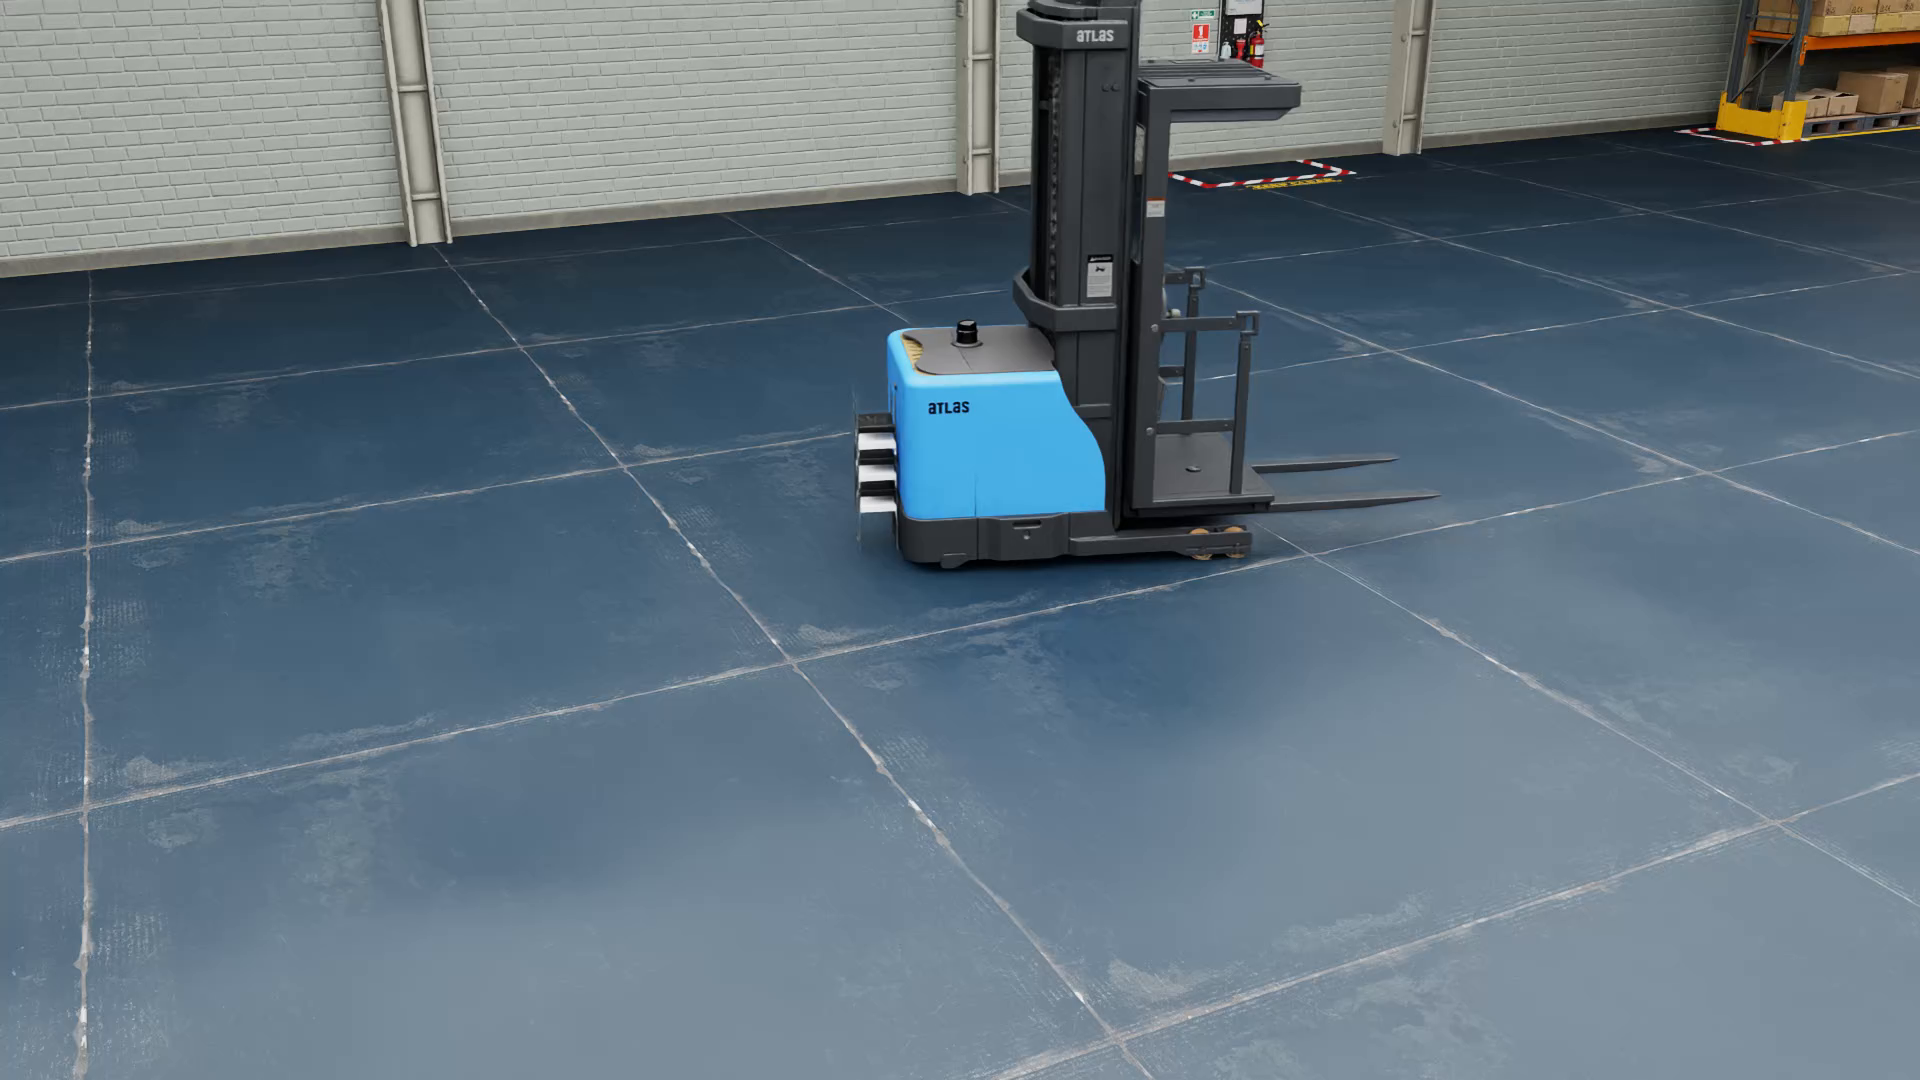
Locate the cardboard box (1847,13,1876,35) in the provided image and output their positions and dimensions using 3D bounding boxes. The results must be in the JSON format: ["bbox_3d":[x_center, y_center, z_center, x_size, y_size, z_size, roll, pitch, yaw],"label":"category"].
[{"bbox_3d":[11.794,-6.891,22.144,0.500,0.250,0.500,-11,25,-25],"label":"cardboard box"}]

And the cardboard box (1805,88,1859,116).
[{"bbox_3d":[11.931,-6.027,22.829,0.500,0.311,0.500,-8,24,-19],"label":"cardboard box"}]

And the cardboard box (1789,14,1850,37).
[{"bbox_3d":[11.332,-6.799,21.924,0.500,0.250,0.500,-11,25,-25],"label":"cardboard box"}]

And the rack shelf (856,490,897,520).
[{"bbox_3d":[-0.460,-0.198,9.109,0.200,0.077,0.258,-3,23,-8],"label":"rack shelf"}]

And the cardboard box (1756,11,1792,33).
[{"bbox_3d":[11.092,-6.972,22.342,0.500,0.250,0.500,-10,25,-23],"label":"cardboard box"}]

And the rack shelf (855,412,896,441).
[{"bbox_3d":[-0.460,-0.614,8.937,0.200,0.077,0.258,-3,23,-8],"label":"rack shelf"}]

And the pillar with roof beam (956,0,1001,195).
[{"bbox_3d":[2.064,-6.600,13.429,0.400,9.000,9.100,-10,25,-24],"label":"pillar with roof beam"}]

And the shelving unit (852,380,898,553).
[{"bbox_3d":[-0.460,-0.395,9.028,0.210,0.900,0.258,-3,23,-8],"label":"shelving unit"}]

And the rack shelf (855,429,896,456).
[{"bbox_3d":[-0.460,-0.531,8.972,0.200,0.077,0.258,-3,23,-8],"label":"rack shelf"}]

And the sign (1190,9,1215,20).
[{"bbox_3d":[2.826,-6.113,19.357,0.331,0.109,0.001,-10,25,-24],"label":"sign"}]

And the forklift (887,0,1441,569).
[{"bbox_3d":[1.142,-1.443,8.903,3.031,2.935,1.130,-3,23,-8],"label":"forklift"}]

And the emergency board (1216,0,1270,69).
[{"bbox_3d":[3.360,-5.910,19.606,0.643,1.169,0.194,-10,25,-24],"label":"emergency board"}]

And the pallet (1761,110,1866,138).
[{"bbox_3d":[11.570,-5.735,22.828,1.213,0.211,1.003,-10,25,-24],"label":"pallet"}]

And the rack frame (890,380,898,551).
[{"bbox_3d":[-0.359,-0.401,9.041,0.006,0.900,0.240,-3,23,-8],"label":"rack frame"}]

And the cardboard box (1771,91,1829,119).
[{"bbox_3d":[11.417,-5.933,22.601,0.500,0.311,0.500,-14,26,-30],"label":"cardboard box"}]

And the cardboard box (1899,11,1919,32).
[{"bbox_3d":[12.712,-7.056,22.544,0.500,0.250,0.500,-10,25,-23],"label":"cardboard box"}]

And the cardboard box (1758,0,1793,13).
[{"bbox_3d":[11.087,-7.326,22.215,0.500,0.500,0.500,-11,25,-24],"label":"cardboard box"}]

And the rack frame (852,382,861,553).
[{"bbox_3d":[-0.560,-0.389,9.014,0.006,0.900,0.240,-3,23,-8],"label":"rack frame"}]

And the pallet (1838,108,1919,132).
[{"bbox_3d":[12.668,-5.936,23.313,1.213,0.211,1.003,-10,25,-24],"label":"pallet"}]

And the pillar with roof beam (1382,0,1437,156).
[{"bbox_3d":[7.471,-7.595,15.833,0.400,9.000,9.100,-10,25,-24],"label":"pillar with roof beam"}]

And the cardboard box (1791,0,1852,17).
[{"bbox_3d":[11.315,-7.150,21.791,0.500,0.500,0.500,-10,25,-24],"label":"cardboard box"}]

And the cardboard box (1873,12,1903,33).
[{"bbox_3d":[12.255,-6.973,22.343,0.500,0.250,0.500,-11,25,-24],"label":"cardboard box"}]

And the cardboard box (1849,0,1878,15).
[{"bbox_3d":[11.765,-7.229,21.980,0.500,0.500,0.500,-10,25,-23],"label":"cardboard box"}]

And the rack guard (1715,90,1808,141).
[{"bbox_3d":[10.823,-5.746,22.477,0.348,0.500,1.175,-10,25,-24],"label":"rack guard"}]

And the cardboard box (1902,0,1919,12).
[{"bbox_3d":[12.693,-7.402,22.399,0.500,0.500,0.500,-10,24,-22],"label":"cardboard box"}]

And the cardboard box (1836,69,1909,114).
[{"bbox_3d":[12.613,-6.219,23.045,0.500,0.500,0.700,-12,25,-27],"label":"cardboard box"}]

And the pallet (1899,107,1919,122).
[{"bbox_3d":[13.769,-6.139,23.806,1.213,0.211,1.003,-10,25,-24],"label":"pallet"}]

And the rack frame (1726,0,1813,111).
[{"bbox_3d":[10.754,-6.888,21.968,0.127,3.000,1.000,-10,25,-24],"label":"rack frame"}]

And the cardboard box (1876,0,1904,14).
[{"bbox_3d":[12.233,-7.312,22.182,0.500,0.500,0.500,-11,25,-25],"label":"cardboard box"}]

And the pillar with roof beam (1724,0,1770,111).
[{"bbox_3d":[12.877,-8.591,18.237,0.400,9.000,9.100,-10,25,-24],"label":"pillar with roof beam"}]

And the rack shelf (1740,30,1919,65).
[{"bbox_3d":[12.557,-6.887,22.907,4.000,0.370,1.077,-10,25,-24],"label":"rack shelf"}]

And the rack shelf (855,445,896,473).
[{"bbox_3d":[-0.460,-0.447,9.006,0.200,0.077,0.258,-3,23,-8],"label":"rack shelf"}]

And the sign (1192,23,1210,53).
[{"bbox_3d":[2.818,-5.870,19.463,0.234,0.329,0.001,-10,25,-24],"label":"sign"}]

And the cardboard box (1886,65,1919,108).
[{"bbox_3d":[13.441,-6.414,23.516,0.500,0.500,0.500,-12,26,-28],"label":"cardboard box"}]

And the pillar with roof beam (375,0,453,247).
[{"bbox_3d":[-3.342,-5.605,11.024,0.400,9.000,9.100,-10,25,-24],"label":"pillar with roof beam"}]

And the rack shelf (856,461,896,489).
[{"bbox_3d":[-0.460,-0.364,9.040,0.200,0.077,0.258,-3,23,-8],"label":"rack shelf"}]

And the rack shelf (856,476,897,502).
[{"bbox_3d":[-0.460,-0.281,9.075,0.200,0.077,0.258,-3,23,-8],"label":"rack shelf"}]
